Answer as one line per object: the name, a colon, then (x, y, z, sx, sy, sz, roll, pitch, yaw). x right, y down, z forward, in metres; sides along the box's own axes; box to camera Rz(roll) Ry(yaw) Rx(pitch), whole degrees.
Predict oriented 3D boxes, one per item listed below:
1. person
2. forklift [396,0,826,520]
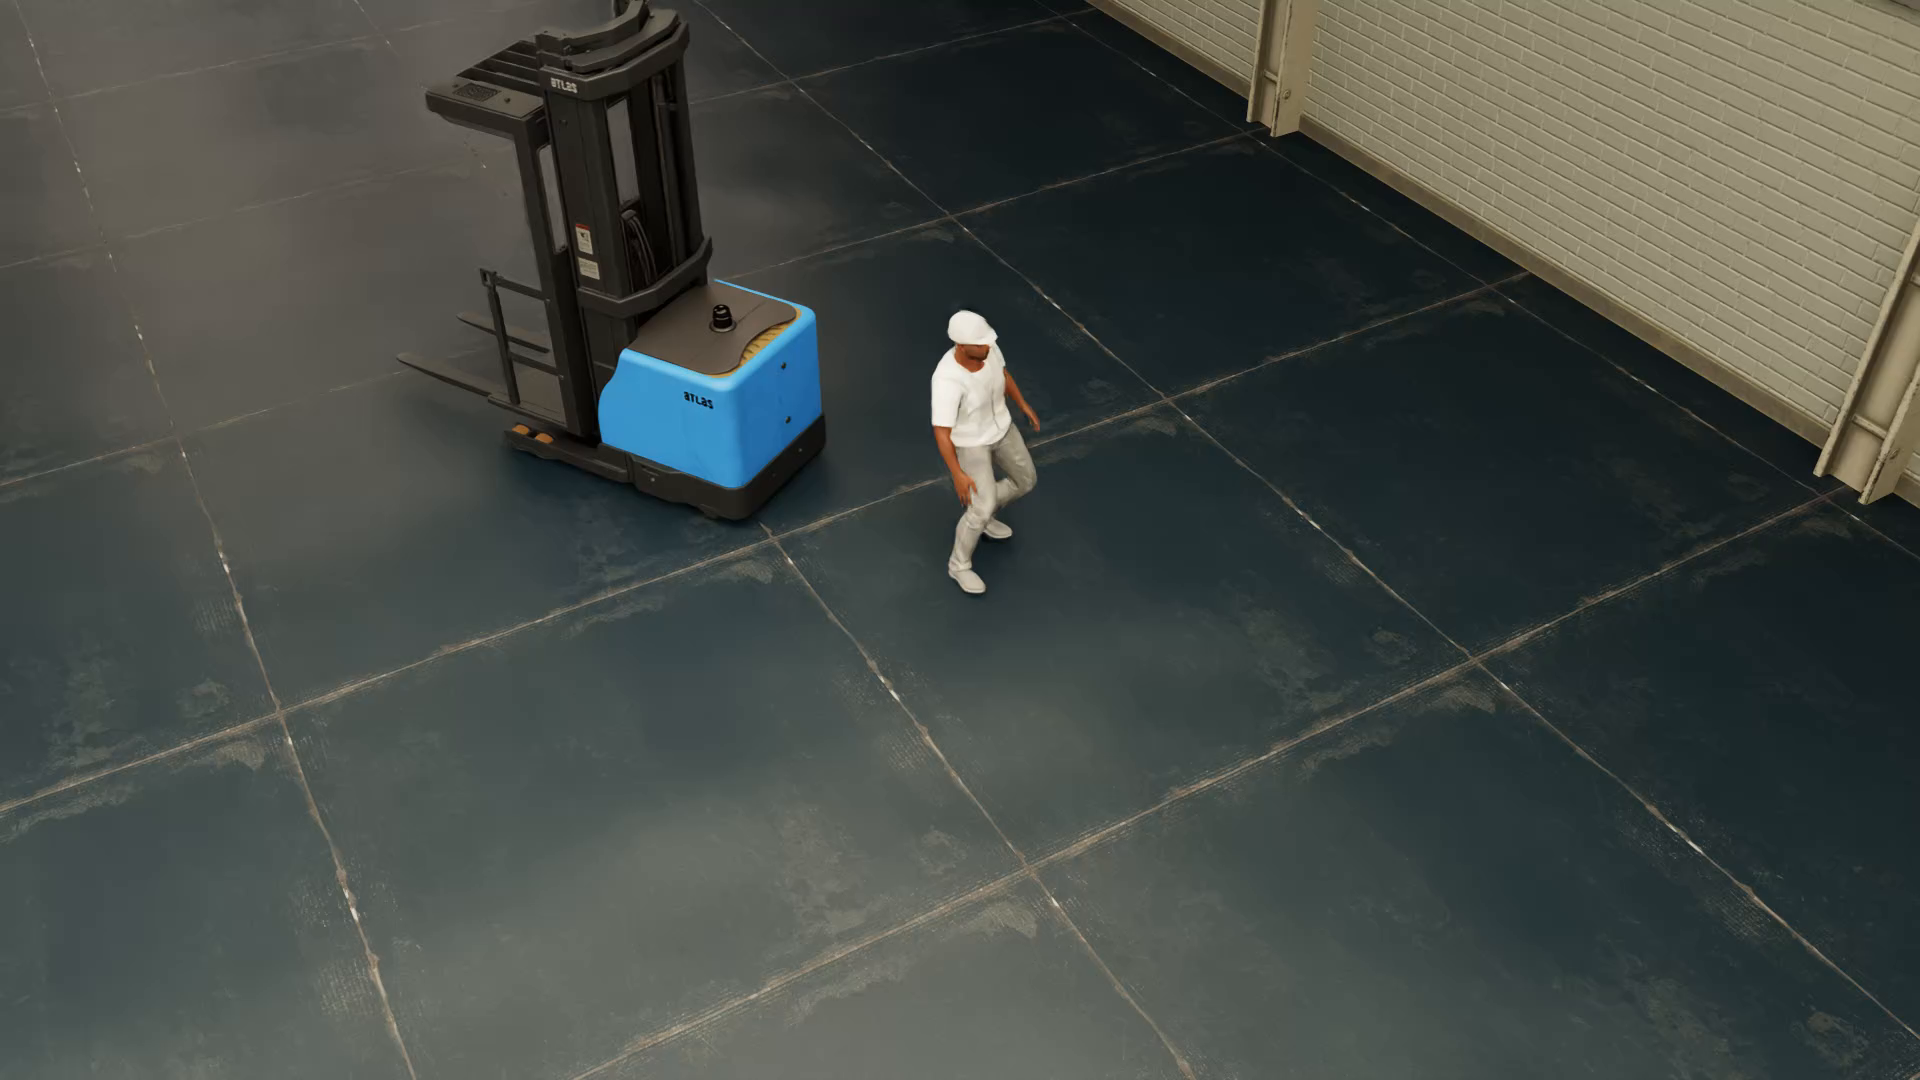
person: (0.117, -0.578, 9.721, 0.547, 1.678, 0.826, 25, 46, 27)
forklift: (-2.425, -1.937, 10.372, 3.031, 2.935, 1.130, 20, 44, 22)
